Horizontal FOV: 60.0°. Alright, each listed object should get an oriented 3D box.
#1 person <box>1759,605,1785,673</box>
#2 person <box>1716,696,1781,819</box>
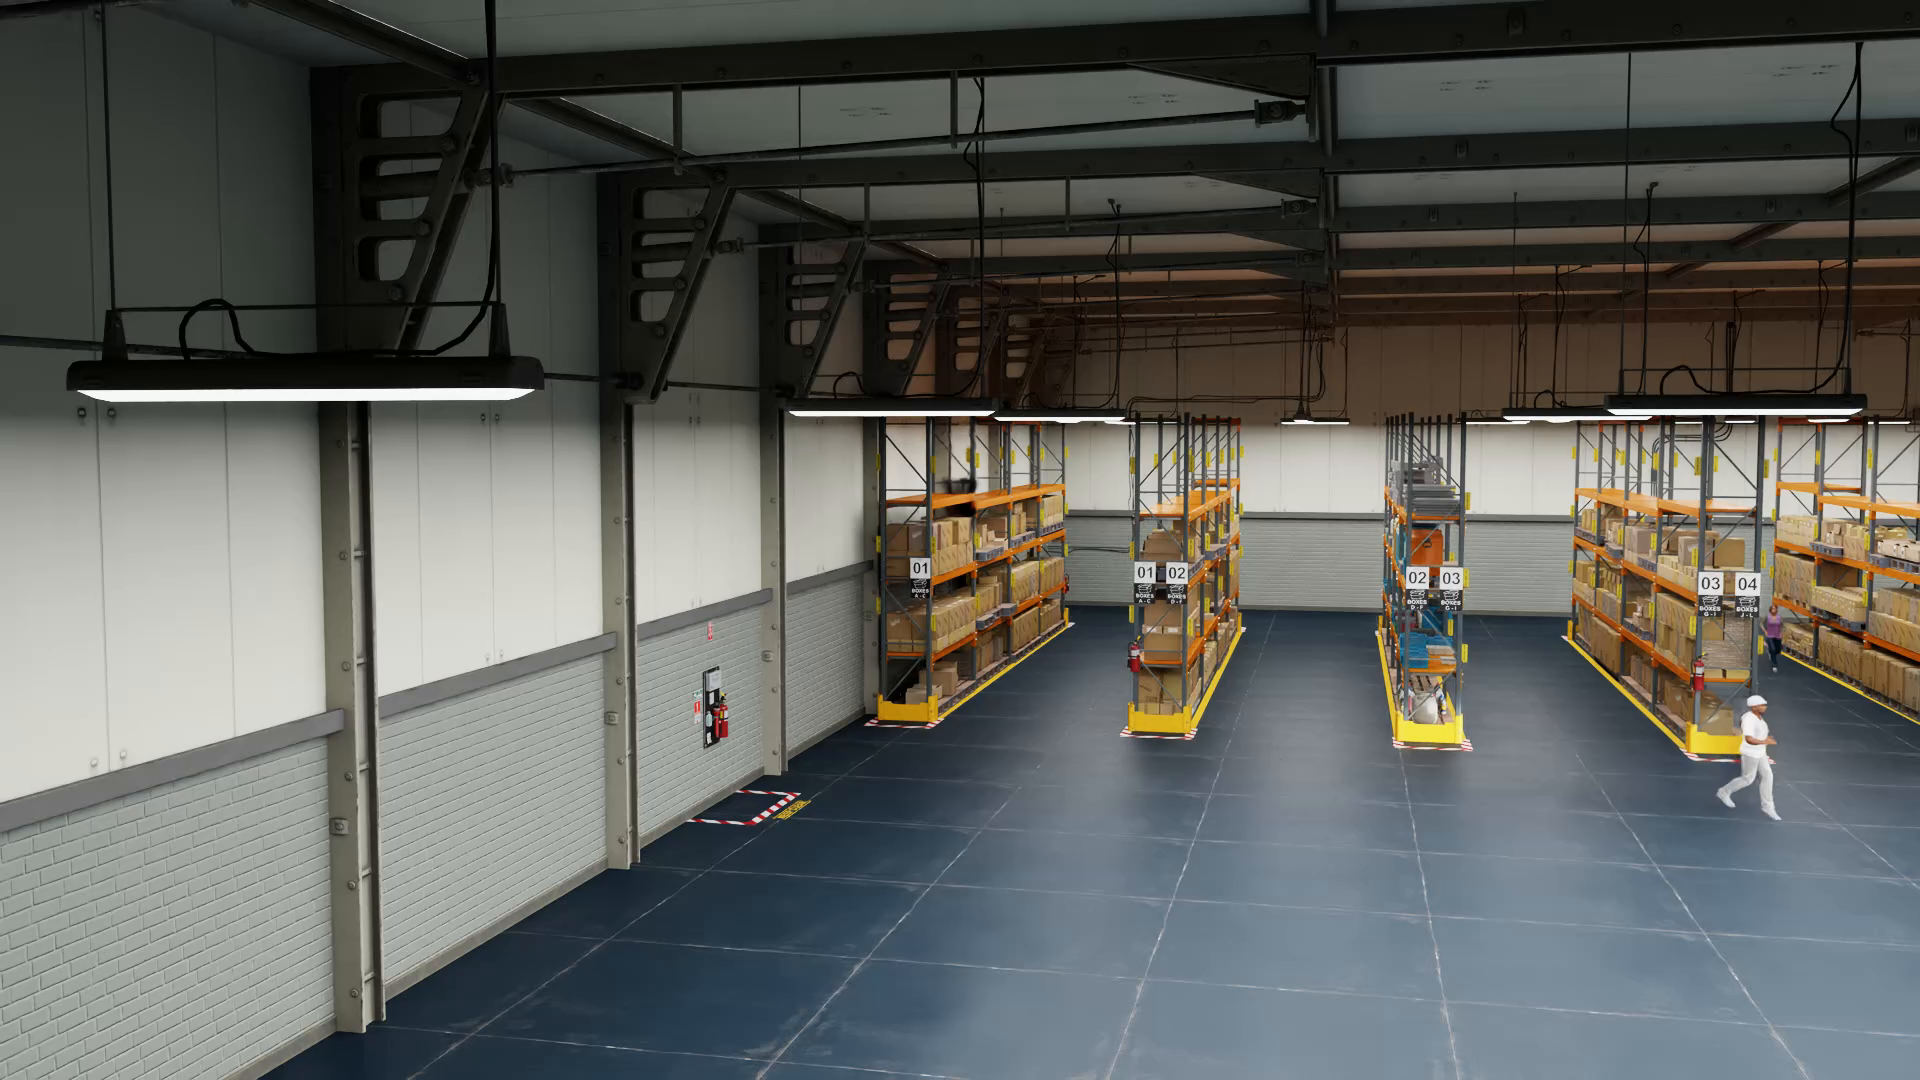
[{"bbox_3d":[19.182,2.317,39.254,0.530,1.557,0.853,1,4,9],"label":"person"},{"bbox_3d":[11.667,3.195,24.551,0.911,1.828,0.729,3,5,40],"label":"person"}]
